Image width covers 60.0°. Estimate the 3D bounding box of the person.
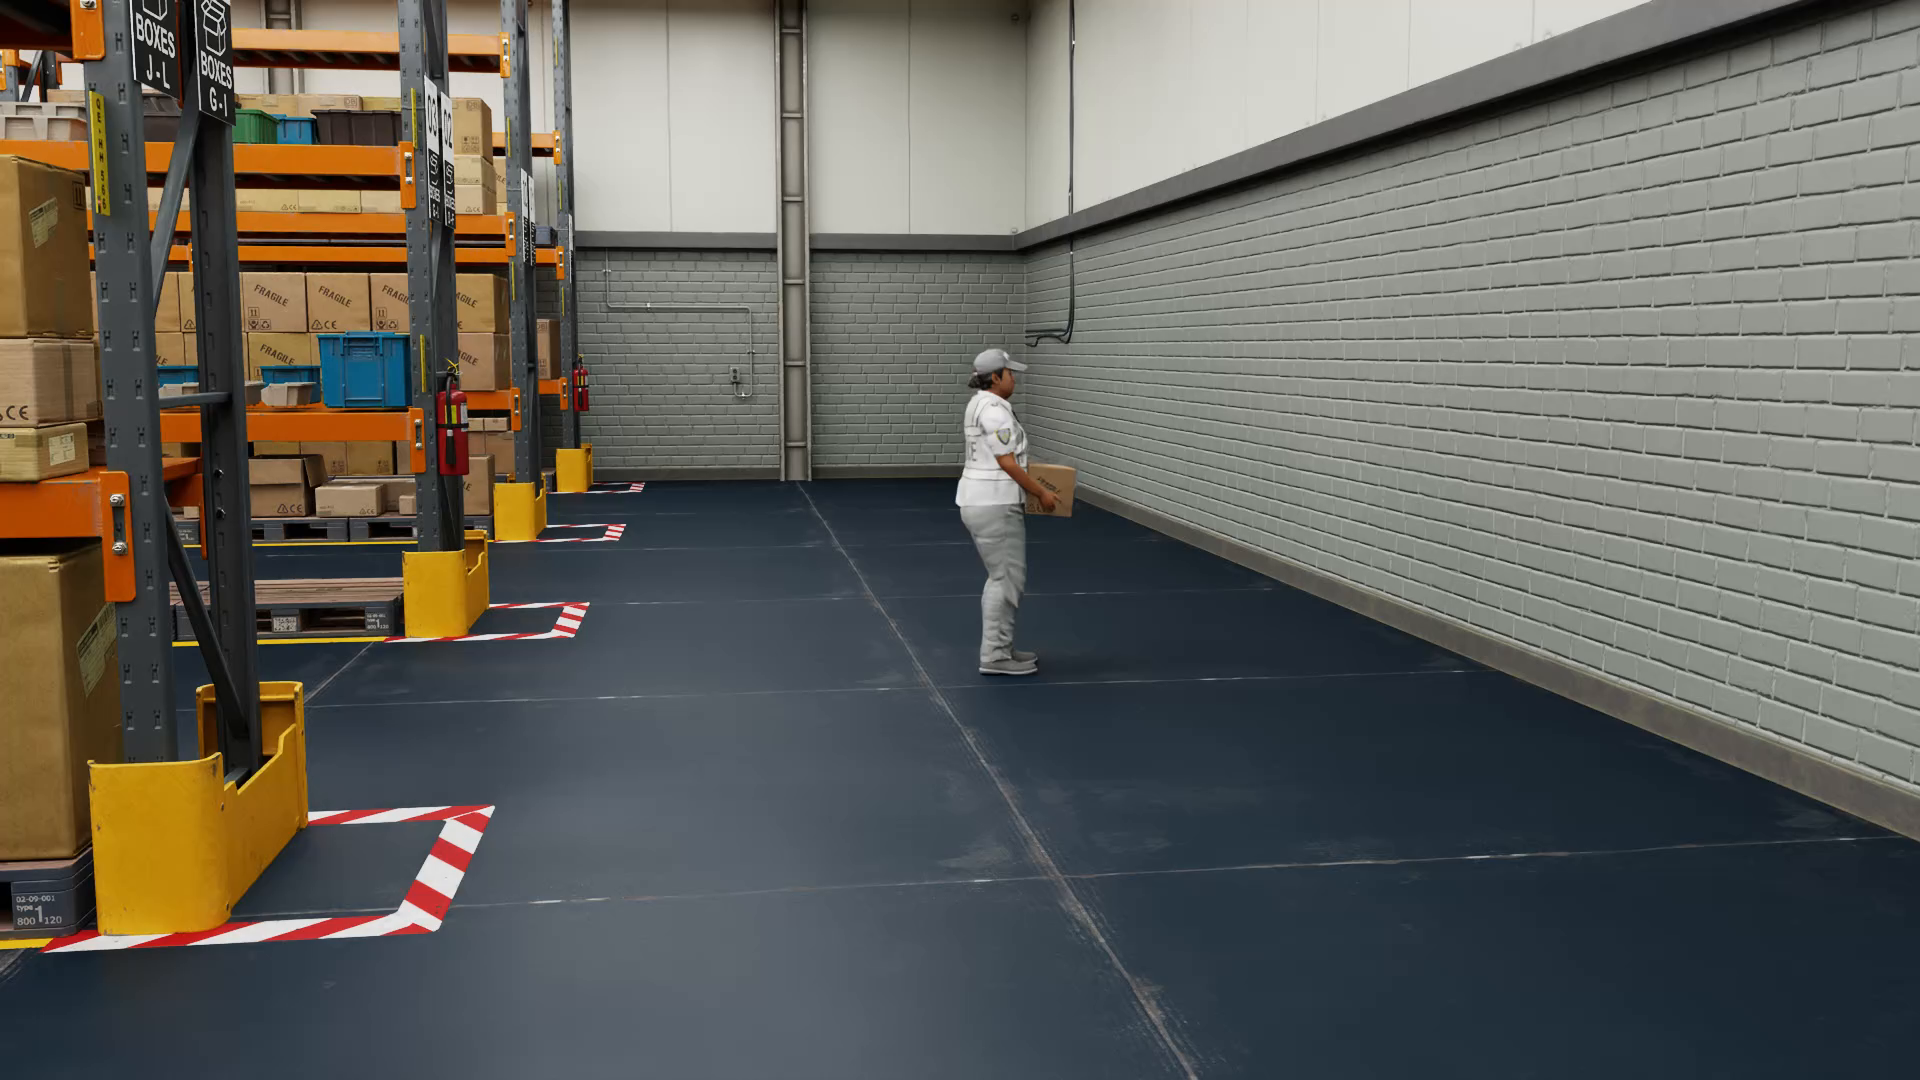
[{"bbox_3d":[0.246,-0.155,8.642,0.523,1.668,0.480,-1,7,-9],"label":"person"}]
